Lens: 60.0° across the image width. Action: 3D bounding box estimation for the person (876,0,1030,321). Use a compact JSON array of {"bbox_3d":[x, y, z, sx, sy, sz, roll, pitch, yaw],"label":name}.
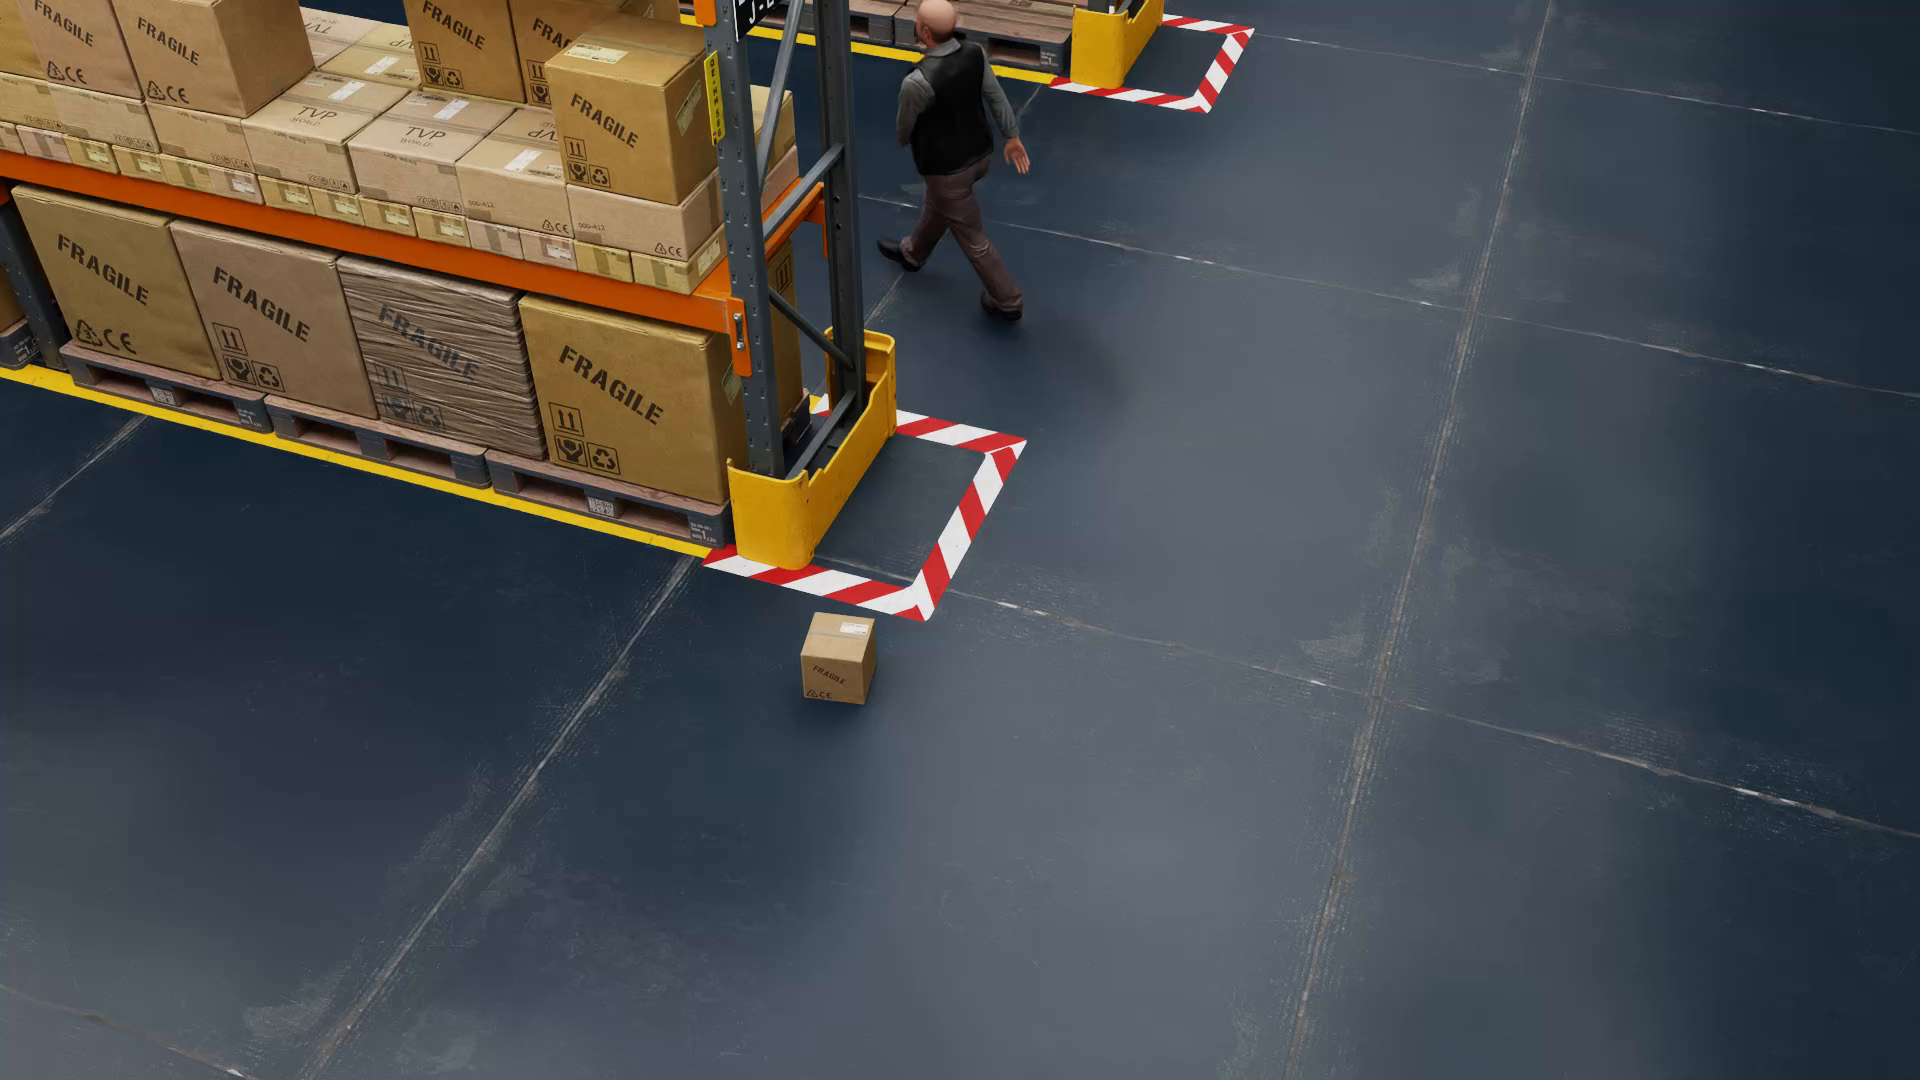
[{"bbox_3d":[-0.084,-1.953,8.405,1.043,1.662,0.588,27,48,28],"label":"person"}]
